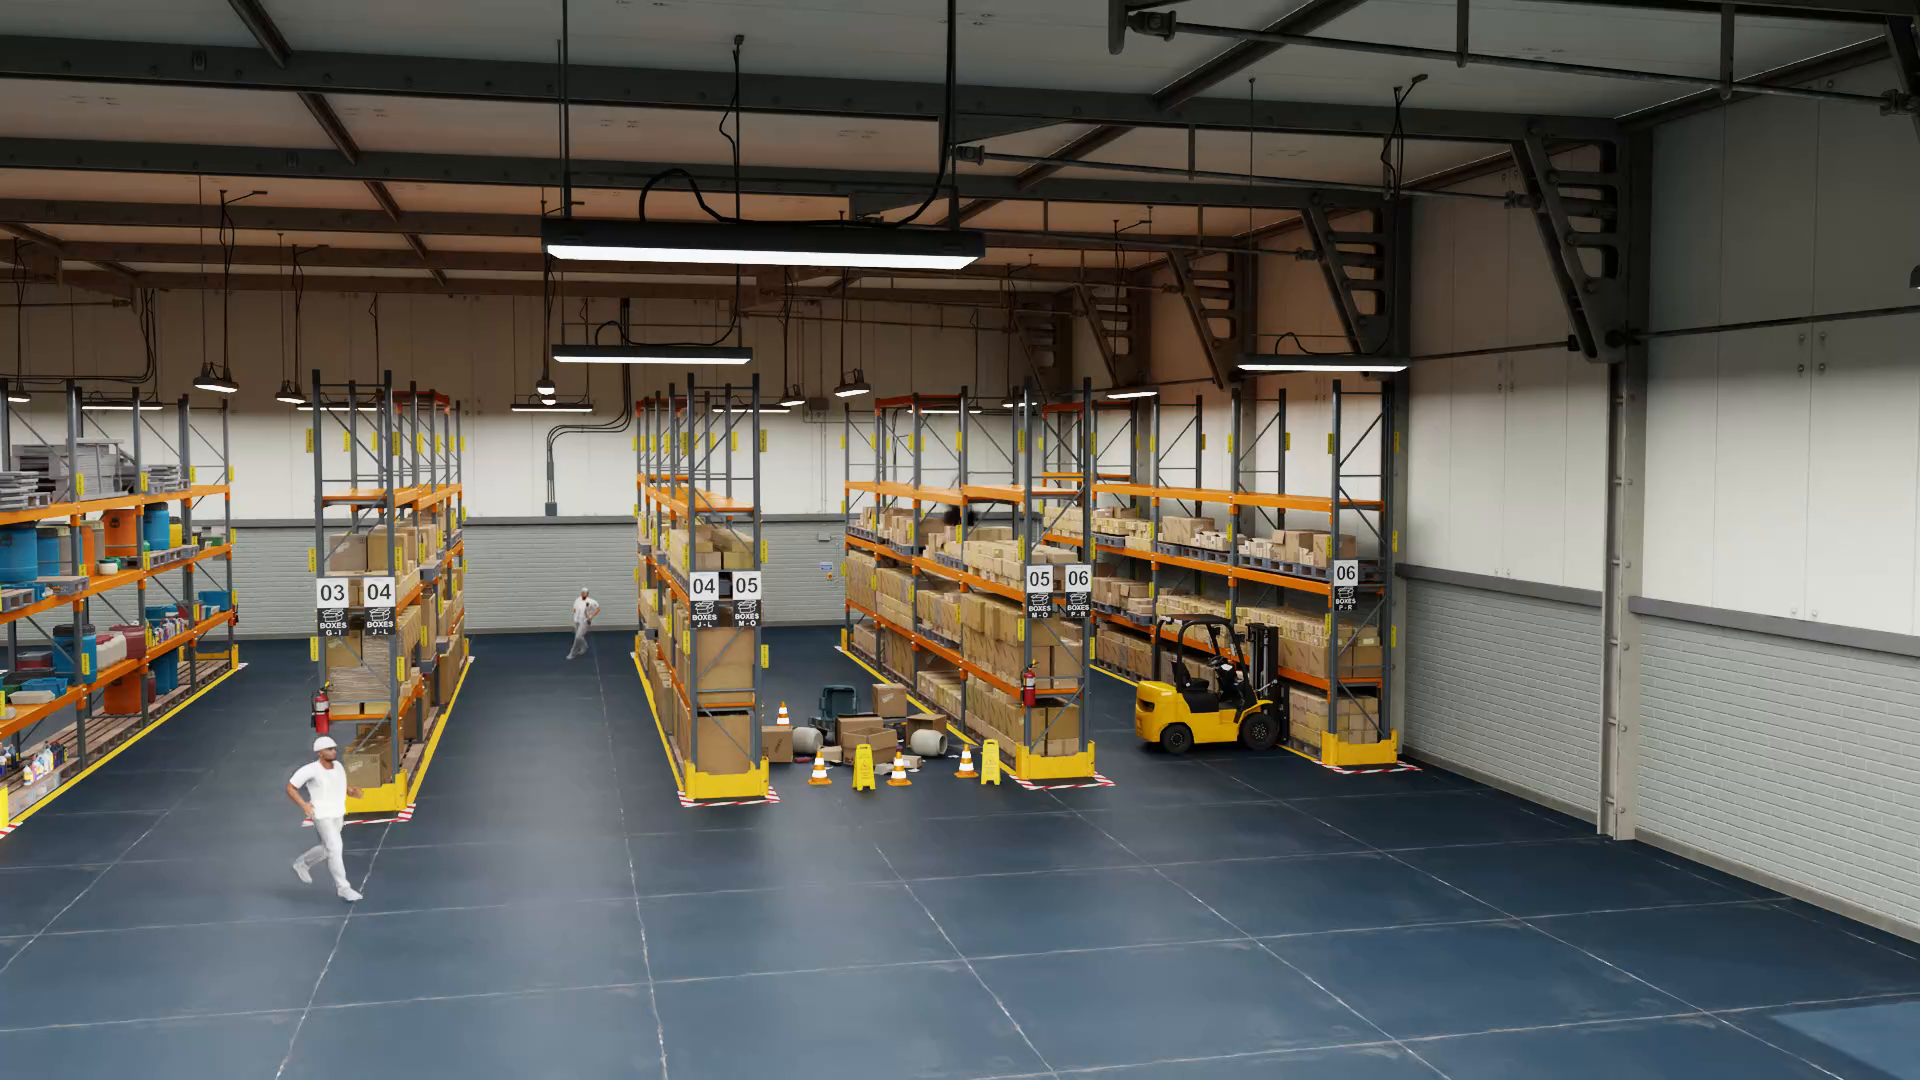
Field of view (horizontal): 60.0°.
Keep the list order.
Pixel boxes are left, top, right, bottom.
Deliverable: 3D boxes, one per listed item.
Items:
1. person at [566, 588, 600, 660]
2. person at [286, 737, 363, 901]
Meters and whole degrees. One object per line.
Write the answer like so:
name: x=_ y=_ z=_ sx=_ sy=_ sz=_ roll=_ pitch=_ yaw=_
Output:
person: x=-8.807 y=1.939 z=38.935 sx=0.641 sy=1.659 sz=0.872 roll=1 pitch=4 yaw=24
person: x=-7.009 y=3.054 z=18.371 sx=0.972 sy=1.774 sz=0.699 roll=1 pitch=3 yaw=18
